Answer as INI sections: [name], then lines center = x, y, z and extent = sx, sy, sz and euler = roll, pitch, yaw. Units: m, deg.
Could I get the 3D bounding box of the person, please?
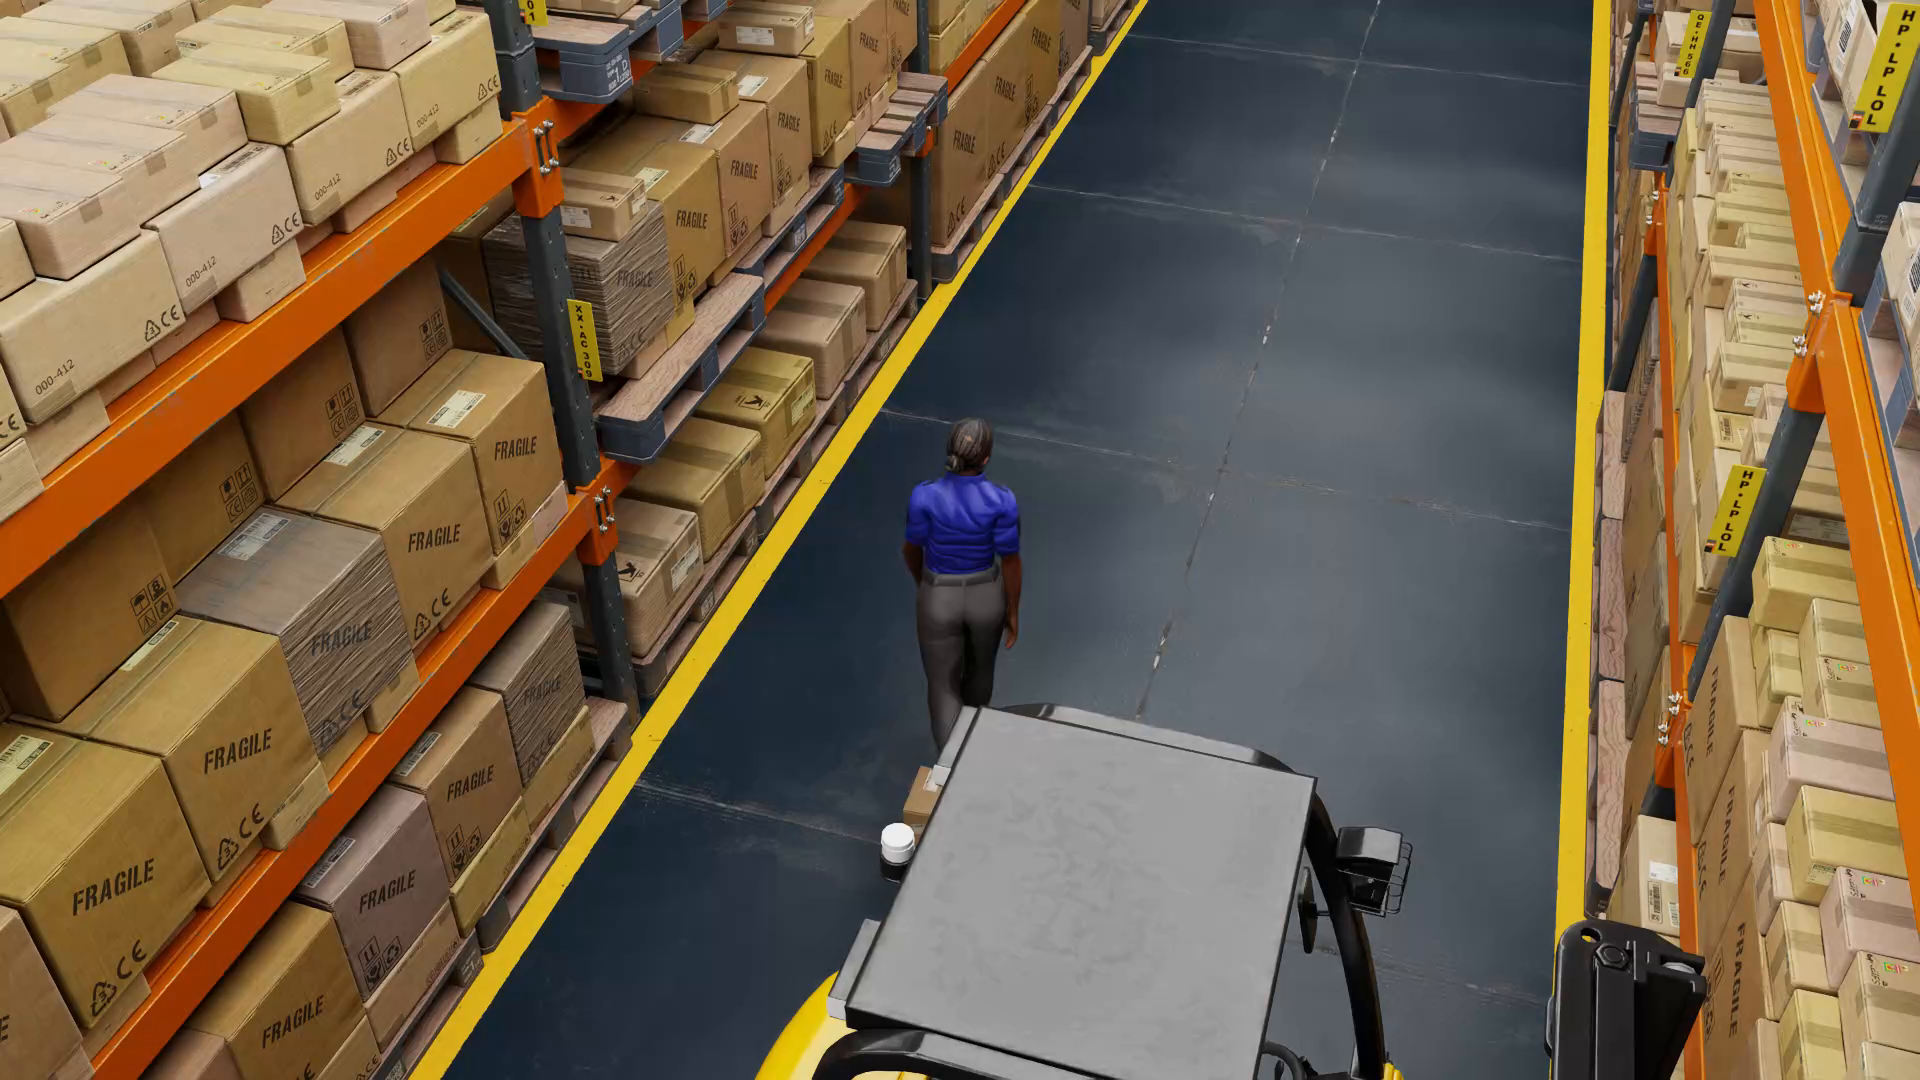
[person]
center = 0.002, 0.279, 6.523
extent = 0.482, 1.645, 0.692
euler = -4, 37, -5
